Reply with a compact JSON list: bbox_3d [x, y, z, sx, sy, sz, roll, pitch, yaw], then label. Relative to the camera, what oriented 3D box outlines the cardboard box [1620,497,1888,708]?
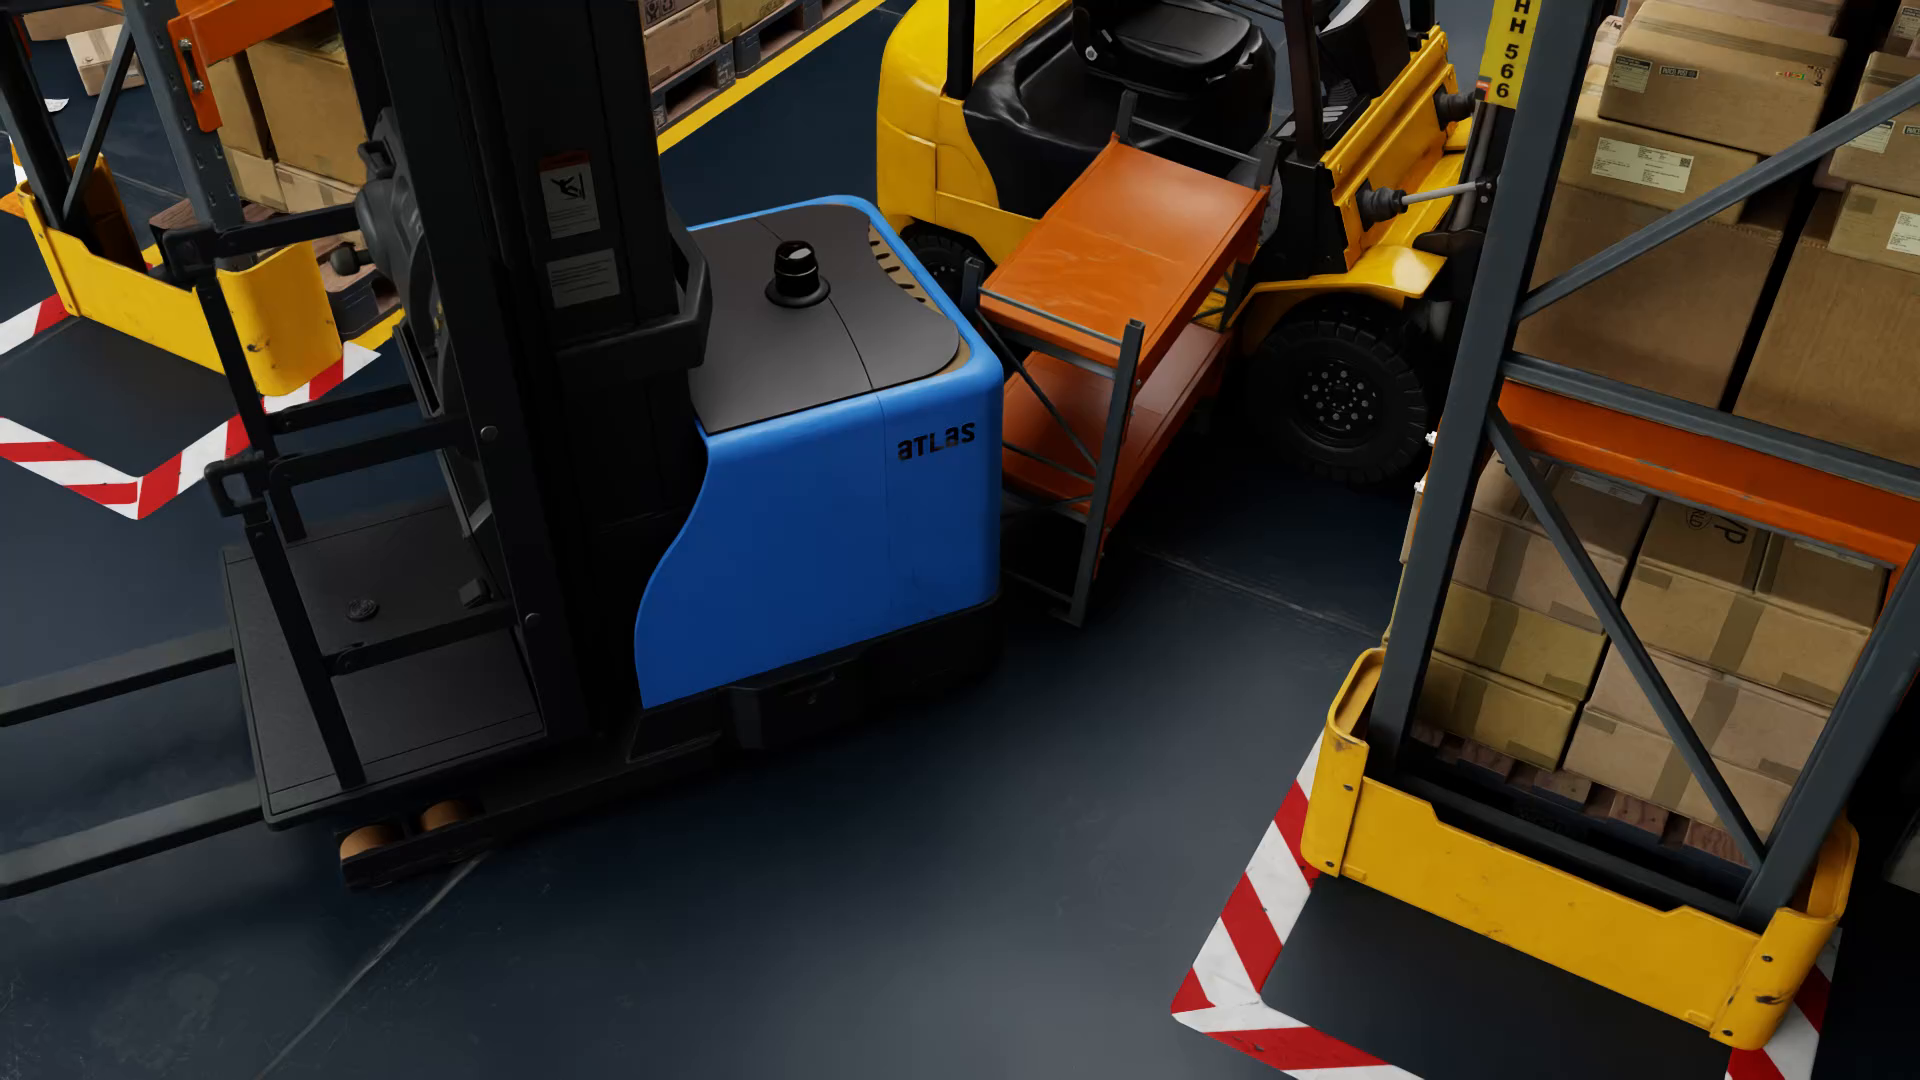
[{"bbox_3d":[1.870,0.067,3.910,0.500,0.250,0.500,20,45,21],"label":"cardboard box"}]

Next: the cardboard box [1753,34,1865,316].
[{"bbox_3d":[1.753,-0.919,3.949,0.500,0.500,0.500,22,46,23],"label":"cardboard box"}]

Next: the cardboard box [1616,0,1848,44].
[{"bbox_3d":[1.559,-1.038,3.368,0.380,0.149,0.250,21,46,22],"label":"cardboard box"}]

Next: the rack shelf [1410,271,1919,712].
[{"bbox_3d":[2.467,-1.094,4.767,1.077,0.370,4.000,21,45,22],"label":"rack shelf"}]

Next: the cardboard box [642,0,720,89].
[{"bbox_3d":[-1.411,-2.249,7.297,0.500,0.250,0.500,22,46,23],"label":"cardboard box"}]

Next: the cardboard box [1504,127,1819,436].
[{"bbox_3d":[1.485,-0.626,3.615,0.500,0.500,0.500,20,45,21],"label":"cardboard box"}]

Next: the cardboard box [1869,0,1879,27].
[{"bbox_3d":[2.521,-1.785,4.931,0.500,0.500,0.500,20,45,22],"label":"cardboard box"}]

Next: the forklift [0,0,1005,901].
[{"bbox_3d":[-1.437,-0.613,3.728,3.031,2.935,1.130,-17,44,-18],"label":"forklift"}]

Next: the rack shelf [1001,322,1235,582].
[{"bbox_3d":[0.407,-0.372,5.137,0.538,0.278,1.000,23,47,16],"label":"rack shelf"}]

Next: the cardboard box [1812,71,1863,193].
[{"bbox_3d":[1.929,-0.771,3.290,0.380,0.149,0.250,21,45,22],"label":"cardboard box"}]

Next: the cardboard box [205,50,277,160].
[{"bbox_3d":[-2.658,-1.811,6.232,0.500,0.500,0.500,21,46,22],"label":"cardboard box"}]

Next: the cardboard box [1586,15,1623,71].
[{"bbox_3d":[1.499,-0.948,3.490,0.380,0.149,0.250,22,46,23],"label":"cardboard box"}]

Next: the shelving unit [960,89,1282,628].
[{"bbox_3d":[0.427,-0.543,4.964,0.538,1.125,1.048,23,47,16],"label":"shelving unit"}]

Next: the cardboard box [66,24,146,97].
[{"bbox_3d":[-3.927,-2.207,7.643,0.250,0.149,0.380,-21,45,-22],"label":"cardboard box"}]

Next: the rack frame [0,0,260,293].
[{"bbox_3d":[-2.833,-1.859,5.091,1.000,3.000,0.127,21,45,22],"label":"rack frame"}]

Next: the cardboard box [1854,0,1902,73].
[{"bbox_3d":[2.444,-1.043,4.090,0.500,0.500,0.500,20,45,22],"label":"cardboard box"}]

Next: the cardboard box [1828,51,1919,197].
[{"bbox_3d":[1.819,-0.734,3.022,0.380,0.149,0.250,20,45,21],"label":"cardboard box"}]

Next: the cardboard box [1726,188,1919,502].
[{"bbox_3d":[1.954,-0.449,3.414,0.500,0.500,0.500,22,46,23],"label":"cardboard box"}]

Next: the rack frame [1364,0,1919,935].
[{"bbox_3d":[1.466,-0.220,3.230,1.000,3.000,0.127,21,45,22],"label":"rack frame"}]

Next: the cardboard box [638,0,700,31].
[{"bbox_3d":[-1.403,-2.544,7.064,0.500,0.500,0.500,23,46,24],"label":"cardboard box"}]

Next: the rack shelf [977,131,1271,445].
[{"bbox_3d":[0.452,-0.748,4.756,0.538,0.278,1.000,23,47,16],"label":"rack shelf"}]

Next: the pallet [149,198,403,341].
[{"bbox_3d":[-2.358,-1.309,6.577,1.003,0.211,1.213,21,45,22],"label":"pallet"}]

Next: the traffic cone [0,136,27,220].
[{"bbox_3d":[-3.735,-1.580,6.694,0.336,0.463,0.334,21,45,22],"label":"traffic cone"}]

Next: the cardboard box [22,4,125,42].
[{"bbox_3d":[-4.146,-2.765,8.008,0.797,0.503,0.637,-7,42,-7],"label":"cardboard box"}]

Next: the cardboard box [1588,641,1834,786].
[{"bbox_3d":[1.881,0.267,4.062,0.500,0.250,0.500,22,46,23],"label":"cardboard box"}]

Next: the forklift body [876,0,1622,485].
[{"bbox_3d":[0.835,-1.589,5.427,2.313,2.155,1.214,21,45,22],"label":"forklift body"}]

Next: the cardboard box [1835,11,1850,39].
[{"bbox_3d":[1.816,-1.214,3.792,0.380,0.149,0.250,21,45,22],"label":"cardboard box"}]

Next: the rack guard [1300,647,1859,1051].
[{"bbox_3d":[1.454,0.732,4.040,1.175,0.500,0.348,21,45,22],"label":"rack guard"}]

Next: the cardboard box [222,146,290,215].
[{"bbox_3d":[-2.650,-1.550,6.503,0.500,0.250,0.500,21,45,22],"label":"cardboard box"}]

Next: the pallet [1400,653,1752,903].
[{"bbox_3d":[1.812,0.375,4.664,1.003,0.211,1.213,21,45,22],"label":"pallet"}]

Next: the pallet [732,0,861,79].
[{"bbox_3d":[-1.137,-2.705,8.162,1.003,0.211,1.213,21,45,22],"label":"pallet"}]

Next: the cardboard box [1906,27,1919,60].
[{"bbox_3d":[2.006,-0.865,3.171,0.380,0.149,0.250,22,46,23],"label":"cardboard box"}]

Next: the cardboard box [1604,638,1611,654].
[{"bbox_3d":[1.685,0.000,4.743,0.500,0.250,0.500,21,45,22],"label":"cardboard box"}]

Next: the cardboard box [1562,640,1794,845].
[{"bbox_3d":[1.881,0.438,4.245,0.500,0.250,0.500,21,46,22],"label":"cardboard box"}]

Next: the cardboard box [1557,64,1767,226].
[{"bbox_3d":[1.397,-0.792,3.313,0.380,0.149,0.250,22,46,23],"label":"cardboard box"}]

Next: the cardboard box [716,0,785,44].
[{"bbox_3d":[-1.153,-2.538,7.625,0.500,0.250,0.500,20,45,21],"label":"cardboard box"}]

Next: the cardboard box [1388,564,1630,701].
[{"bbox_3d":[1.439,0.085,4.268,0.500,0.250,0.500,20,45,22],"label":"cardboard box"}]

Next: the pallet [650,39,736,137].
[{"bbox_3d":[-1.747,-2.005,7.367,1.003,0.211,1.213,21,45,22],"label":"pallet"}]

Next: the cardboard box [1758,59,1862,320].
[{"bbox_3d":[2.196,-0.754,3.761,0.500,0.500,0.500,22,46,23],"label":"cardboard box"}]

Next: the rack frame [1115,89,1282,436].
[{"bbox_3d":[0.662,-0.850,5.294,0.500,1.125,0.032,23,47,16],"label":"rack frame"}]

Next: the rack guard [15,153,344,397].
[{"bbox_3d":[-2.795,-0.964,5.967,1.175,0.500,0.348,21,45,22],"label":"rack guard"}]

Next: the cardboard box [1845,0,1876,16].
[{"bbox_3d":[1.856,-1.315,3.682,0.380,0.149,0.250,21,46,22],"label":"cardboard box"}]

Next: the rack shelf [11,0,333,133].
[{"bbox_3d":[-1.833,-2.733,6.629,1.077,0.370,4.000,21,45,22],"label":"rack shelf"}]

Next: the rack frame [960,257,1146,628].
[{"bbox_3d":[0.193,-0.237,4.633,0.500,1.125,0.032,23,47,16],"label":"rack frame"}]

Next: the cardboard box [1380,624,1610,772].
[{"bbox_3d":[1.428,0.281,4.424,0.500,0.250,0.500,21,46,22],"label":"cardboard box"}]

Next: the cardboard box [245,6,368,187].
[{"bbox_3d":[-2.179,-1.650,6.049,0.500,0.500,0.500,19,45,21],"label":"cardboard box"}]

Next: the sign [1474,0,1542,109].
[{"bbox_3d":[1.003,-0.930,2.982,0.100,0.325,0.005,21,45,22],"label":"sign"}]

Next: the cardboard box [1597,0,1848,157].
[{"bbox_3d":[1.463,-0.887,3.196,0.380,0.149,0.250,21,46,22],"label":"cardboard box"}]

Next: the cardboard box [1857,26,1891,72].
[{"bbox_3d":[2.061,-0.914,3.452,0.380,0.149,0.250,20,45,21],"label":"cardboard box"}]

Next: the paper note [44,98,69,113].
[{"bbox_3d":[-4.084,-1.944,7.434,0.148,0.019,0.142,7,42,8],"label":"paper note"}]

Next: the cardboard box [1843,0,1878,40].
[{"bbox_3d":[2.009,-1.213,4.282,0.500,0.500,0.500,20,45,21],"label":"cardboard box"}]

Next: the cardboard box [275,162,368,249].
[{"bbox_3d":[-2.190,-1.355,6.282,0.500,0.250,0.500,21,45,22],"label":"cardboard box"}]

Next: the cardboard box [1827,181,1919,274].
[{"bbox_3d":[1.860,-0.609,3.105,0.380,0.149,0.250,20,45,21],"label":"cardboard box"}]

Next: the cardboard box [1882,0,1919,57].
[{"bbox_3d":[2.099,-1.028,3.356,0.380,0.149,0.250,22,46,23],"label":"cardboard box"}]

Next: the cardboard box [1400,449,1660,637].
[{"bbox_3d":[1.426,-0.087,4.086,0.500,0.250,0.500,22,46,23],"label":"cardboard box"}]
